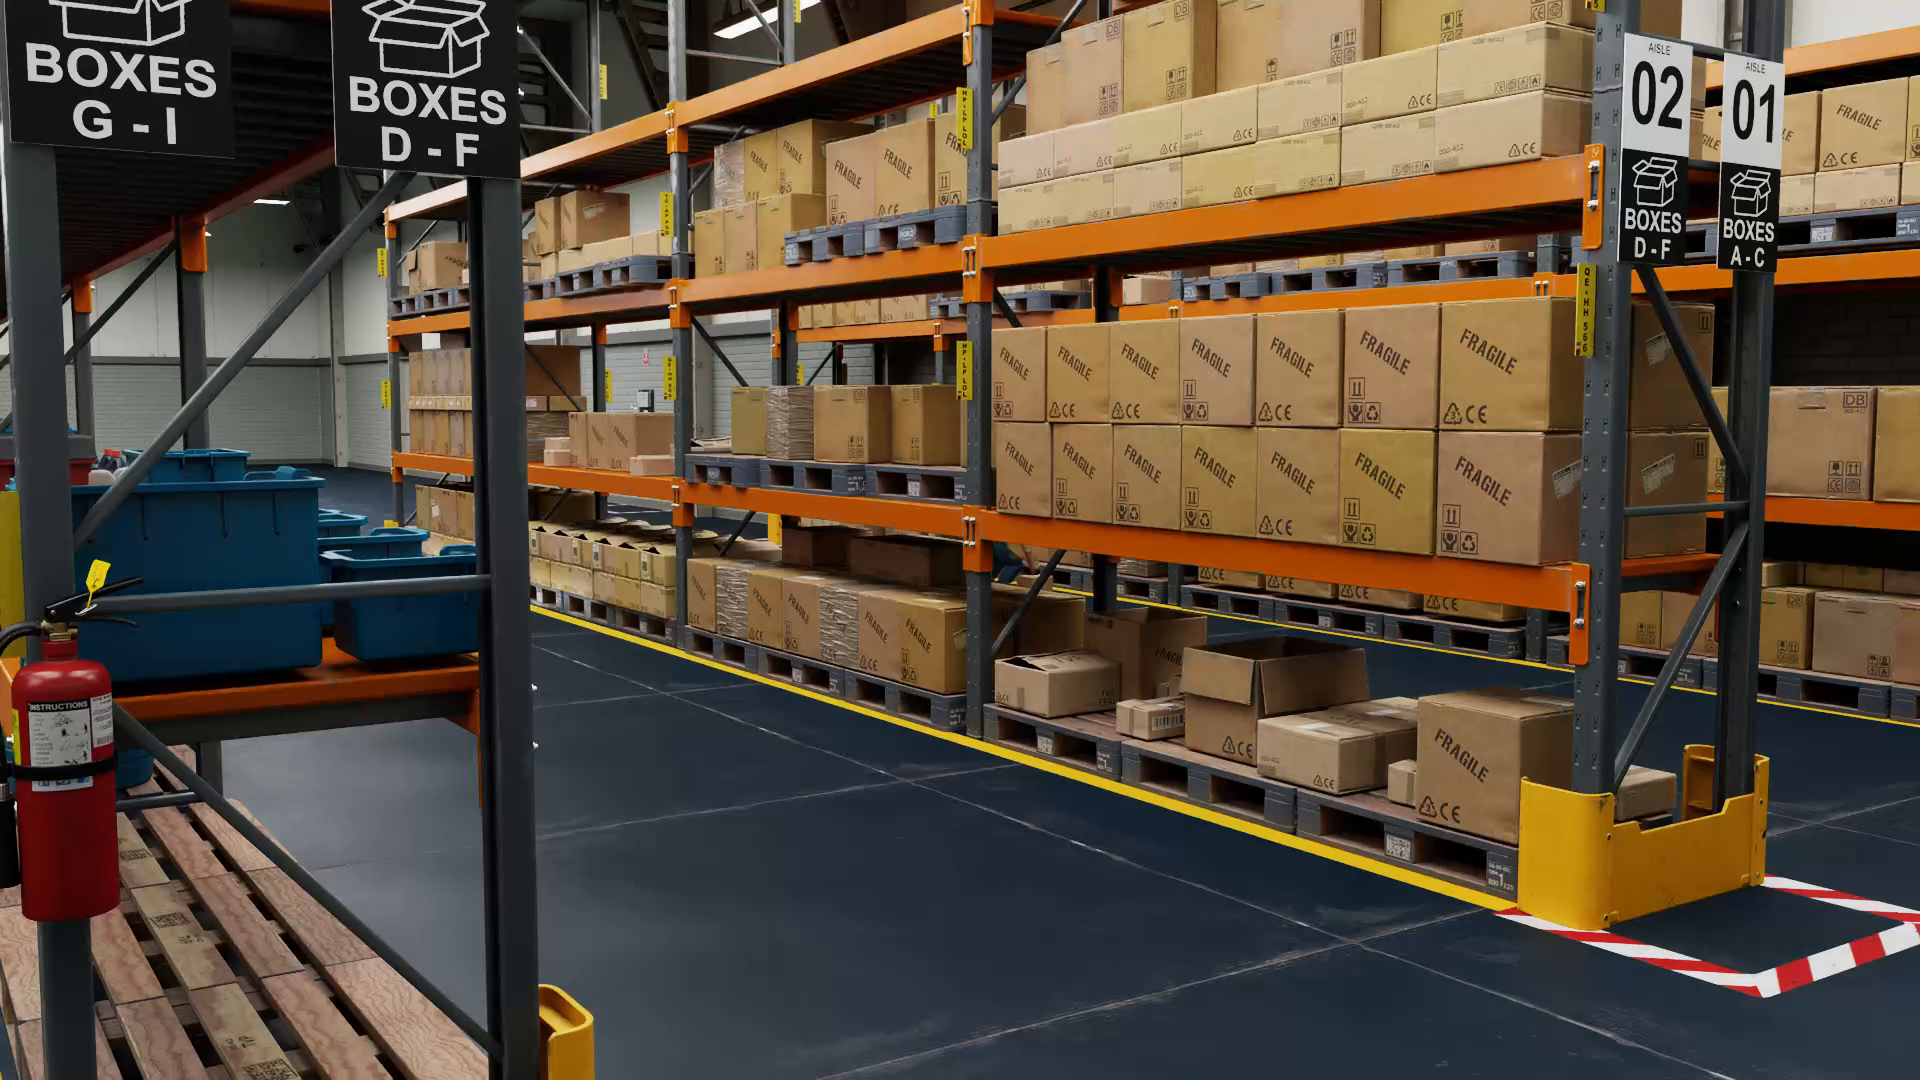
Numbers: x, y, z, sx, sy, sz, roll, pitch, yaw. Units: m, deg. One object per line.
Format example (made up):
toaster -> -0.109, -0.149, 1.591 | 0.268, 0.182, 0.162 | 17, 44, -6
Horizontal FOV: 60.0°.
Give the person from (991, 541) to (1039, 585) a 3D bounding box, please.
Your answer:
person -> 0.366, 0.086, 15.549 | 0.762, 1.048, 0.459 | -3, 6, -34
